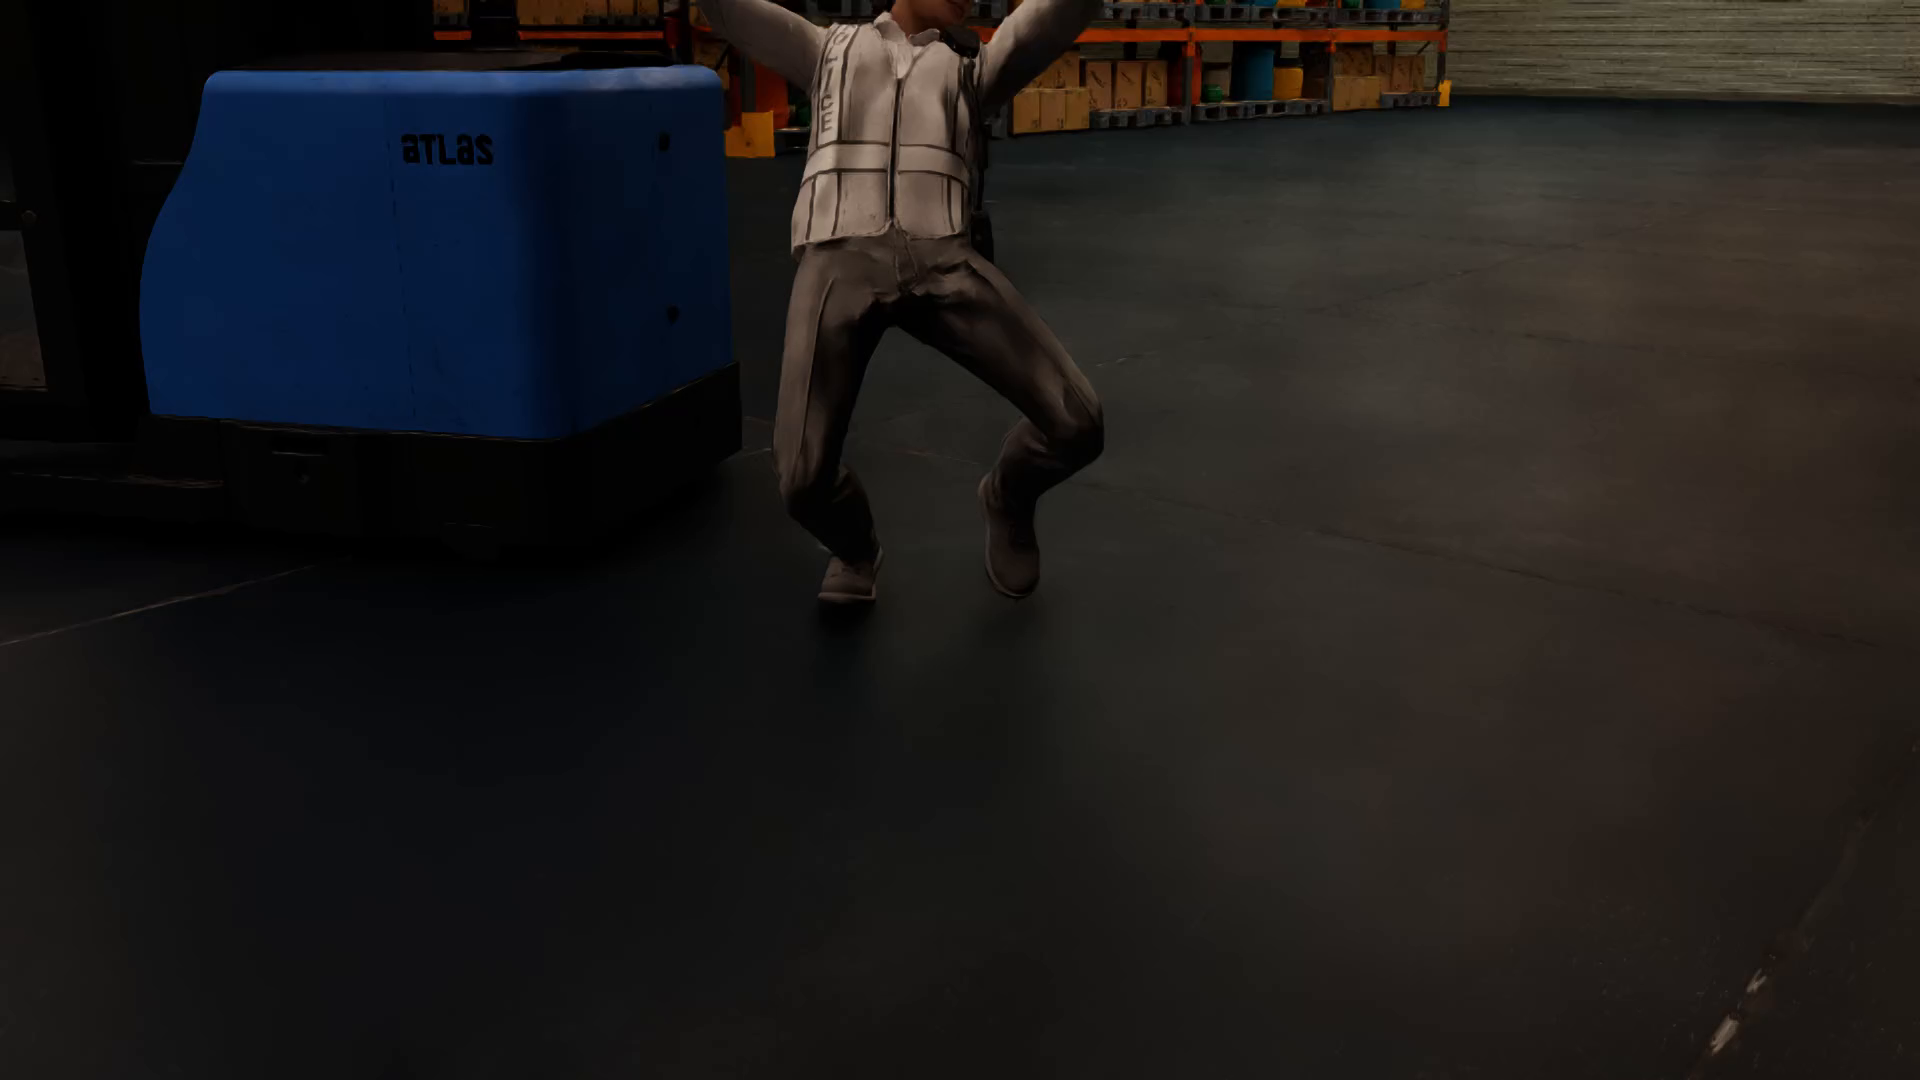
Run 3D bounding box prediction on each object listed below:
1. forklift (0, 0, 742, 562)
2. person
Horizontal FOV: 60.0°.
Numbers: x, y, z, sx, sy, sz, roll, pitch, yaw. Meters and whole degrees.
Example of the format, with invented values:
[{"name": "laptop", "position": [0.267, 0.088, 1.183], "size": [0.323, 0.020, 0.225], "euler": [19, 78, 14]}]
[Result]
[{"name": "forklift", "position": [-2.166, -1.572, 4.074], "size": [3.031, 2.935, 1.130], "euler": [4, 17, 14]}, {"name": "person", "position": [-0.145, -0.624, 3.298], "size": [0.917, 1.551, 0.724], "euler": [-2, 17, -7]}]
